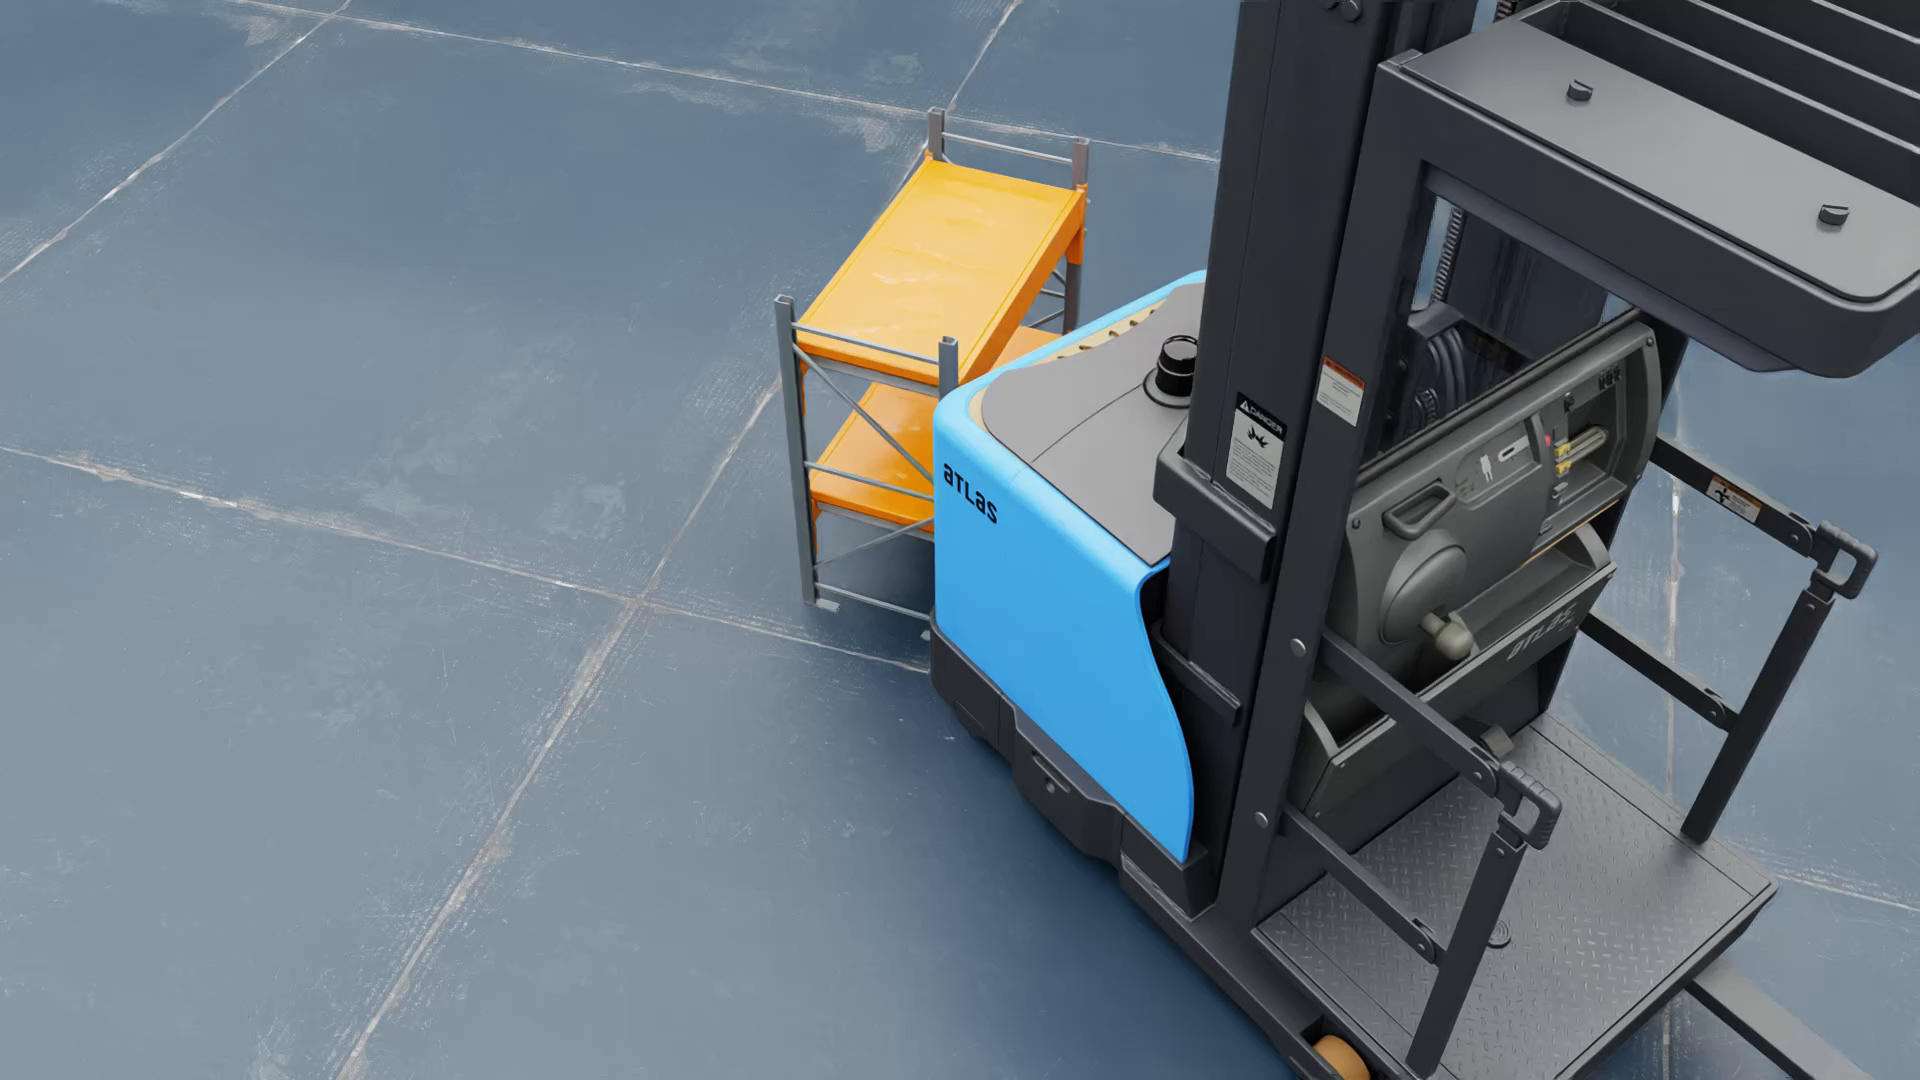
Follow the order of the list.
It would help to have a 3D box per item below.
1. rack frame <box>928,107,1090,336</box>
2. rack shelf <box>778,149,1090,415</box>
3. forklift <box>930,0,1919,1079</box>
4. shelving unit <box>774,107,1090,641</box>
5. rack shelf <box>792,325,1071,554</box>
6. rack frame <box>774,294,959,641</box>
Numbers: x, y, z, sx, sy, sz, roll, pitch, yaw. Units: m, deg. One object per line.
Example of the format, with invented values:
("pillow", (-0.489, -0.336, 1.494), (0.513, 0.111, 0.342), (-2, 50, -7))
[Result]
("rack frame", (0.141, -0.816, 5.280), (0.500, 1.125, 0.032), (16, 47, 16))
("rack shelf", (-0.050, -0.696, 4.738), (0.538, 0.278, 1.000), (16, 47, 16))
("forklift", (1.216, -0.014, 3.168), (1.130, 2.935, 3.031), (-28, 51, -26))
("shelving unit", (-0.050, -0.486, 4.943), (0.538, 1.125, 1.048), (16, 47, 16))
("rack shelf", (-0.050, -0.312, 5.114), (0.538, 0.278, 1.000), (16, 47, 16))
("rack frame", (-0.241, -0.157, 4.606), (0.500, 1.125, 0.032), (16, 47, 16))
